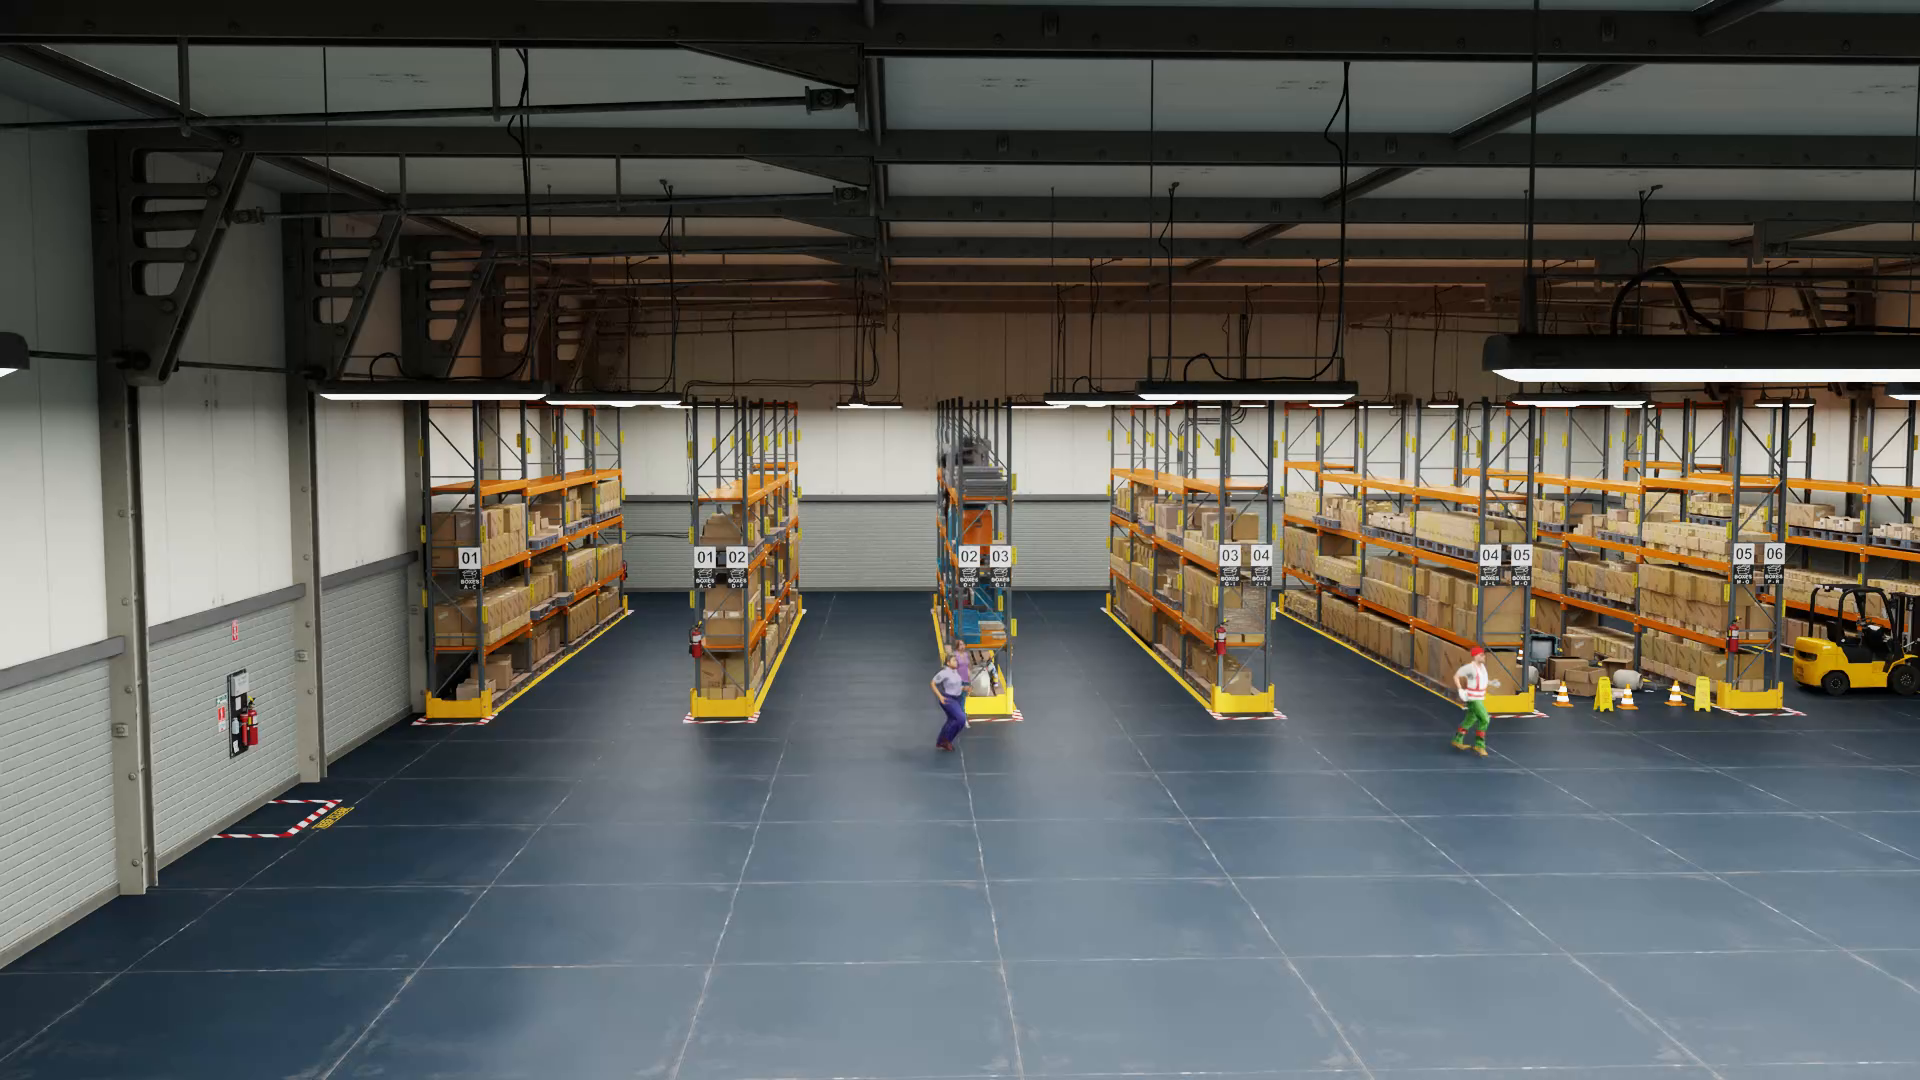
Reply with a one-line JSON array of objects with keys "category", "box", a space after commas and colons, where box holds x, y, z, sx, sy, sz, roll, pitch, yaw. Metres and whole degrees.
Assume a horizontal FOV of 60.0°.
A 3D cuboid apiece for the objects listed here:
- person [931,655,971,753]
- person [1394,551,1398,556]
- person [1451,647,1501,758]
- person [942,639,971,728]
[{"category": "person", "box": [-0.122, 2.748, 27.979, 0.654, 1.640, 0.586, 2, 5, 22]}, {"category": "person", "box": [13.091, 1.137, 49.237, 0.712, 1.605, 0.551, 1, 4, 8]}, {"category": "person", "box": [8.603, 2.689, 27.771, 0.794, 1.835, 0.634, 3, 6, 37]}, {"category": "person", "box": [-0.023, 2.602, 30.338, 0.586, 1.605, 0.714, -3, 5, -36]}]
